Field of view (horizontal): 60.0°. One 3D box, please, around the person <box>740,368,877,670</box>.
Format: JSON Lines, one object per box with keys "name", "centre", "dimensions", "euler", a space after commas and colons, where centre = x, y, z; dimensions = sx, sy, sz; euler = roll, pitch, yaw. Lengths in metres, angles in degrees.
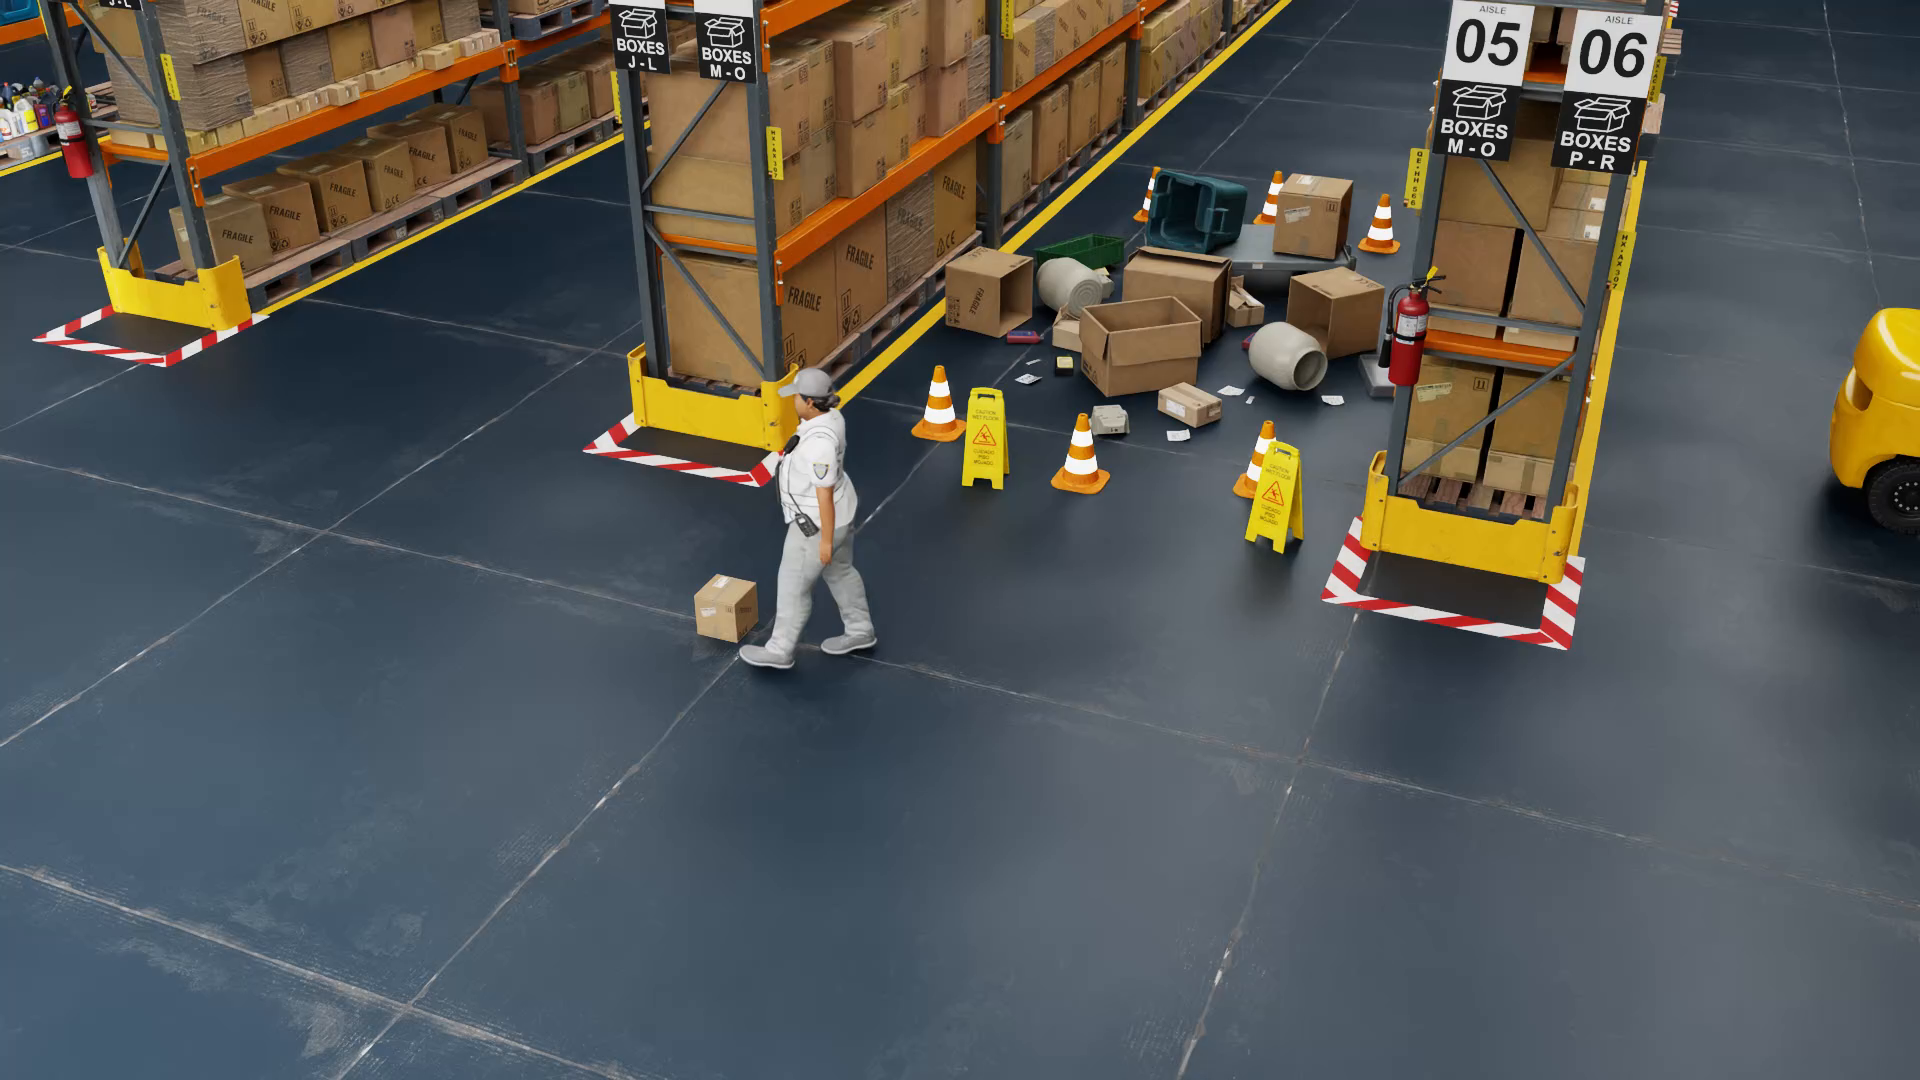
{"name": "person", "centre": [-0.809, -0.118, 8.588], "dimensions": [0.704, 1.650, 0.493], "euler": [3, 30, 5]}
